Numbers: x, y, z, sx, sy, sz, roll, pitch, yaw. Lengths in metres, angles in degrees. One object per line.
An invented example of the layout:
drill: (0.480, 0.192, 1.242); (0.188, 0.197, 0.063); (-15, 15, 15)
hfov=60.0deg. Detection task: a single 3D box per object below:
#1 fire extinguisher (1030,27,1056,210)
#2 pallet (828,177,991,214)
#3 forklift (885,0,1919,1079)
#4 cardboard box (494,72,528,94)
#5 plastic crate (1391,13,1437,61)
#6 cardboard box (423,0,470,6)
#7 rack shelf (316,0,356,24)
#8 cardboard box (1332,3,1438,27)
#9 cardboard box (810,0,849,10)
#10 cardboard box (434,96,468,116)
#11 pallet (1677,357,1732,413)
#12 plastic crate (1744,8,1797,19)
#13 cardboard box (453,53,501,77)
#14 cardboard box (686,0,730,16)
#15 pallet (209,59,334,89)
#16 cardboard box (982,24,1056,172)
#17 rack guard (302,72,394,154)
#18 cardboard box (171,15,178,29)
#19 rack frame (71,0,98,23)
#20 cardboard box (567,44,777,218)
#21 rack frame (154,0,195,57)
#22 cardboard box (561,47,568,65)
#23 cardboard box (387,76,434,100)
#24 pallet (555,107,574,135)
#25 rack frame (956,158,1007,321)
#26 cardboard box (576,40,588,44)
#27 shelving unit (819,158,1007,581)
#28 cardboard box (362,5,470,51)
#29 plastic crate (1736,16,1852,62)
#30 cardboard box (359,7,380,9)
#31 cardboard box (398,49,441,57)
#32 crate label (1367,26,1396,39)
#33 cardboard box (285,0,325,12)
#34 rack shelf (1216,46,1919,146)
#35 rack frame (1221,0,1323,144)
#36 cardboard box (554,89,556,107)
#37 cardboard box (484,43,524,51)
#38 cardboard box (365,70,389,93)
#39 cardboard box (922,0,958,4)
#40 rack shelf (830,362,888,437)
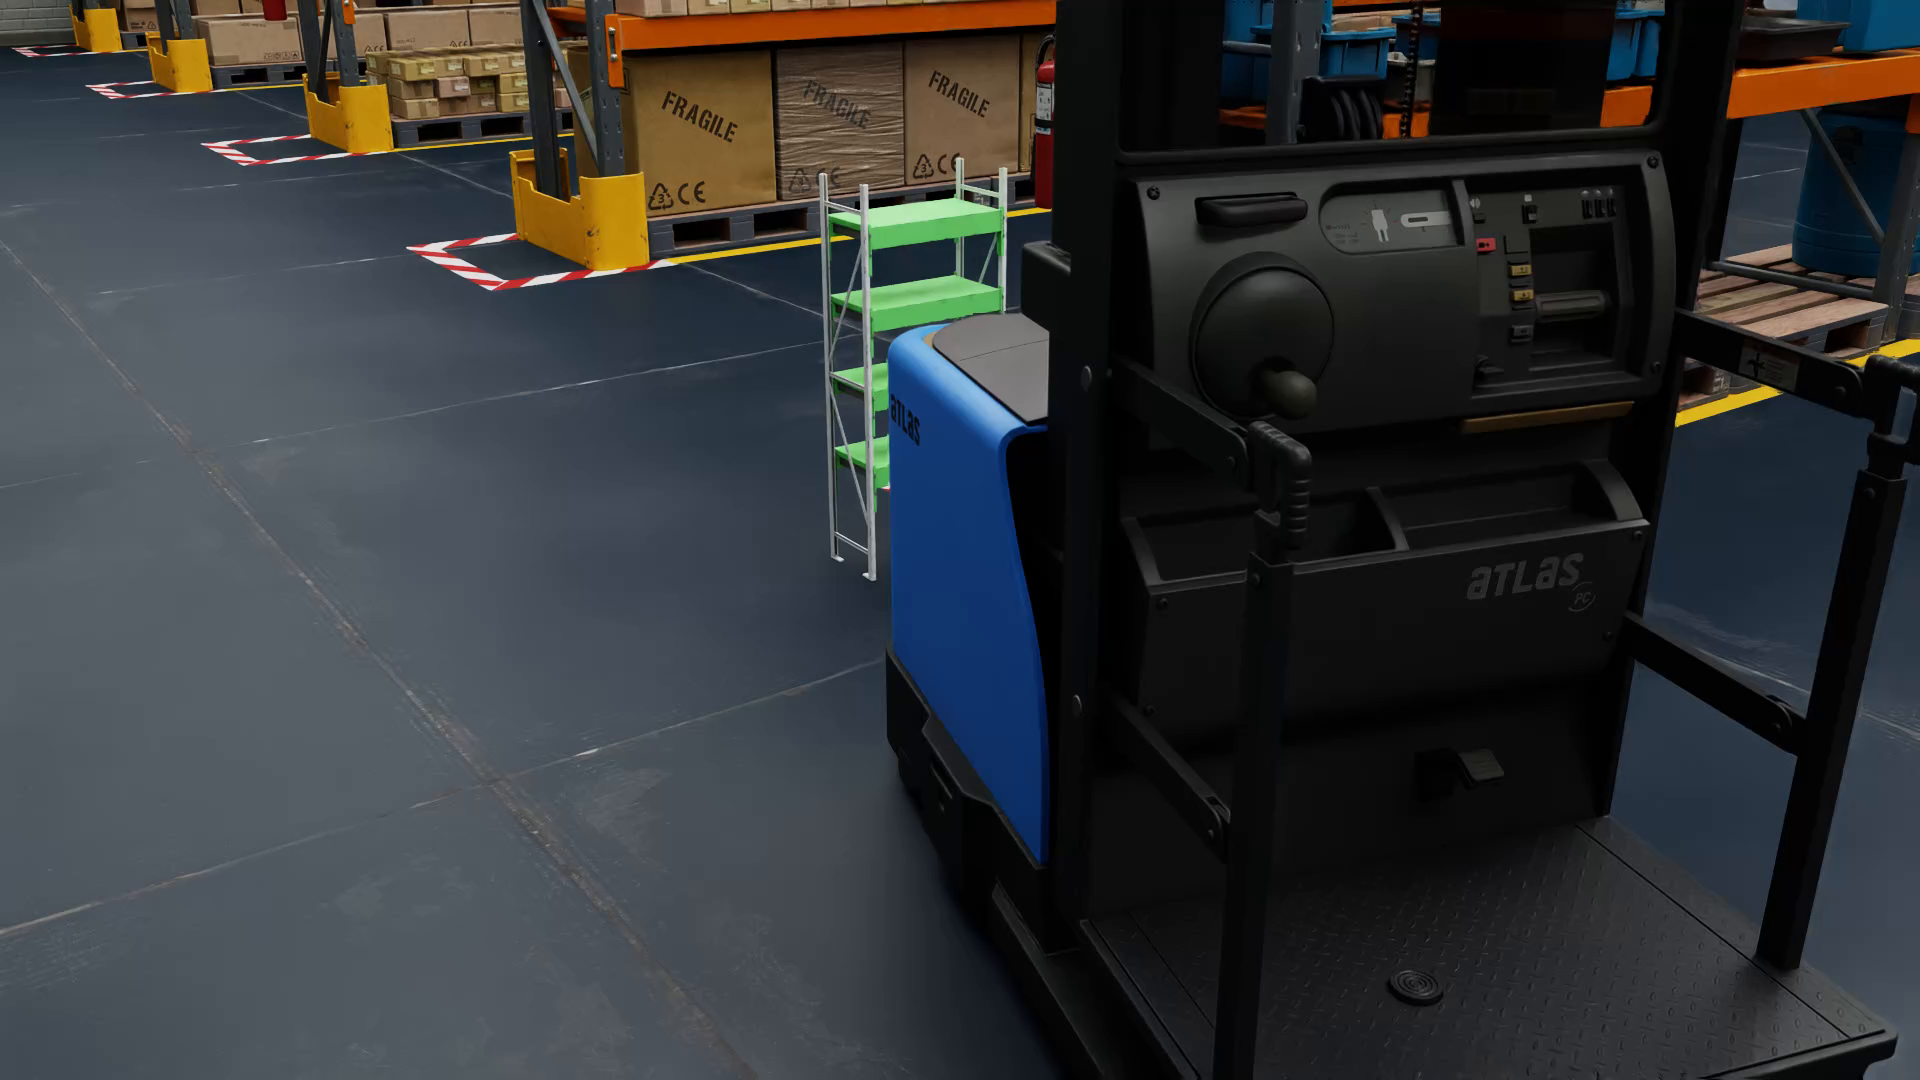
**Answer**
fire extinguisher: (0.344, -1.473, 5.647); (0.183, 0.674, 0.296); (-15, 26, -33)
pallet: (-0.568, -2.232, 10.705); (1.213, 0.211, 1.003); (-15, 26, -33)
forklift: (0.776, -0.376, 2.384); (1.130, 2.935, 3.031); (-7, 23, -17)
cardboard box: (-3.727, -3.772, 13.680); (0.250, 0.149, 0.380); (-14, 26, -31)
plastic crate: (1.659, -1.625, 5.566); (0.300, 0.233, 0.416); (-15, 26, -33)
cardboard box: (-7.080, -7.479, 22.897); (0.500, 0.500, 0.500); (-14, 25, -31)
rack shelf: (-3.352, -4.681, 14.050); (4.000, 0.370, 1.077); (-15, 26, -33)
cardboard box: (3.032, -3.674, 12.856); (0.875, 0.875, 1.225); (-15, 26, -33)
cardboard box: (-0.847, -3.152, 9.586); (0.250, 0.149, 0.380); (-16, 27, -34)
cardboard box: (-4.199, -3.551, 13.529); (0.250, 0.149, 0.380); (-15, 26, -33)
pallet: (2.413, -0.712, 6.896); (1.213, 0.211, 1.003); (-15, 26, -33)
plastic crate: (3.517, -2.291, 7.366); (0.243, 0.136, 0.396); (-15, 26, -33)
cardboard box: (-3.919, -3.852, 13.480); (0.250, 0.149, 0.380); (-15, 26, -33)
cardboard box: (-1.473, -2.985, 9.168); (0.250, 0.149, 0.380); (-15, 26, -34)
pallet: (-7.345, -4.951, 17.518); (1.213, 0.211, 1.003); (-15, 26, -33)
cardboard box: (0.503, -3.023, 11.225); (0.875, 0.875, 0.875); (-15, 26, -33)
rack guard: (-4.914, -3.437, 13.336); (0.348, 0.500, 1.175); (-15, 26, -33)
cardboard box: (-9.931, -6.597, 21.161); (0.250, 0.149, 0.380); (-16, 27, -35)
rack frame: (-10.851, -7.542, 20.249); (0.127, 3.000, 1.000); (-15, 26, -33)
cardboard box: (-1.688, -2.439, 9.761); (0.875, 0.875, 0.875); (-15, 26, -33)
rack frame: (-7.949, -6.049, 16.509); (0.127, 3.000, 1.000); (-15, 26, -33)
cardboard box: (-3.295, -4.031, 13.929); (0.250, 0.149, 0.380); (-14, 26, -32)
cardboard box: (-4.401, -3.627, 13.318); (0.250, 0.149, 0.380); (-14, 26, -31)
pallet: (-3.245, -3.731, 14.461); (1.213, 0.211, 1.003); (-15, 26, -33)
rack frame: (0.064, -0.574, 5.216); (0.015, 1.200, 0.240); (-15, 26, -33)
cardboard box: (-3.190, -4.294, 14.587); (0.250, 0.149, 0.380); (-16, 27, -35)
shelving unit: (-0.134, -0.521, 5.084); (0.503, 1.200, 0.258); (-15, 26, -33)
cardboard box: (-6.000, -5.622, 18.330); (0.875, 0.438, 0.875); (-16, 27, -34)
plastic crate: (3.227, -2.021, 6.703); (0.590, 0.125, 0.437); (-15, 26, -33)
cardboard box: (-7.884, -7.070, 22.346); (0.250, 0.149, 0.380); (-16, 27, -34)
cardboard box: (-4.457, -3.957, 13.743); (0.250, 0.149, 0.380); (-14, 26, -32)
crate label: (1.743, -1.840, 6.235); (0.243, 0.136, 0.396); (-15, 26, -33)
cardboard box: (-8.740, -7.078, 21.892); (0.500, 0.500, 0.700); (-16, 27, -35)
rack shelf: (2.355, -1.677, 6.521); (4.000, 0.370, 1.077); (-15, 26, -33)
rack frame: (0.731, -1.578, 5.303); (0.127, 3.000, 1.000); (-15, 26, -33)
cardboard box: (-3.578, -3.713, 13.935); (0.250, 0.149, 0.380); (-15, 26, -33)
cardboard box: (-3.888, -4.163, 14.260); (0.250, 0.149, 0.380); (-14, 26, -31)
cardboard box: (-4.714, -3.791, 13.728); (0.250, 0.149, 0.380); (-16, 27, -34)
cardboard box: (-0.221, -3.319, 10.006); (0.250, 0.149, 0.380); (-14, 26, -32)
rack shelf: (-0.134, -0.462, 5.108); (0.480, 0.148, 0.258); (-15, 26, -33)
